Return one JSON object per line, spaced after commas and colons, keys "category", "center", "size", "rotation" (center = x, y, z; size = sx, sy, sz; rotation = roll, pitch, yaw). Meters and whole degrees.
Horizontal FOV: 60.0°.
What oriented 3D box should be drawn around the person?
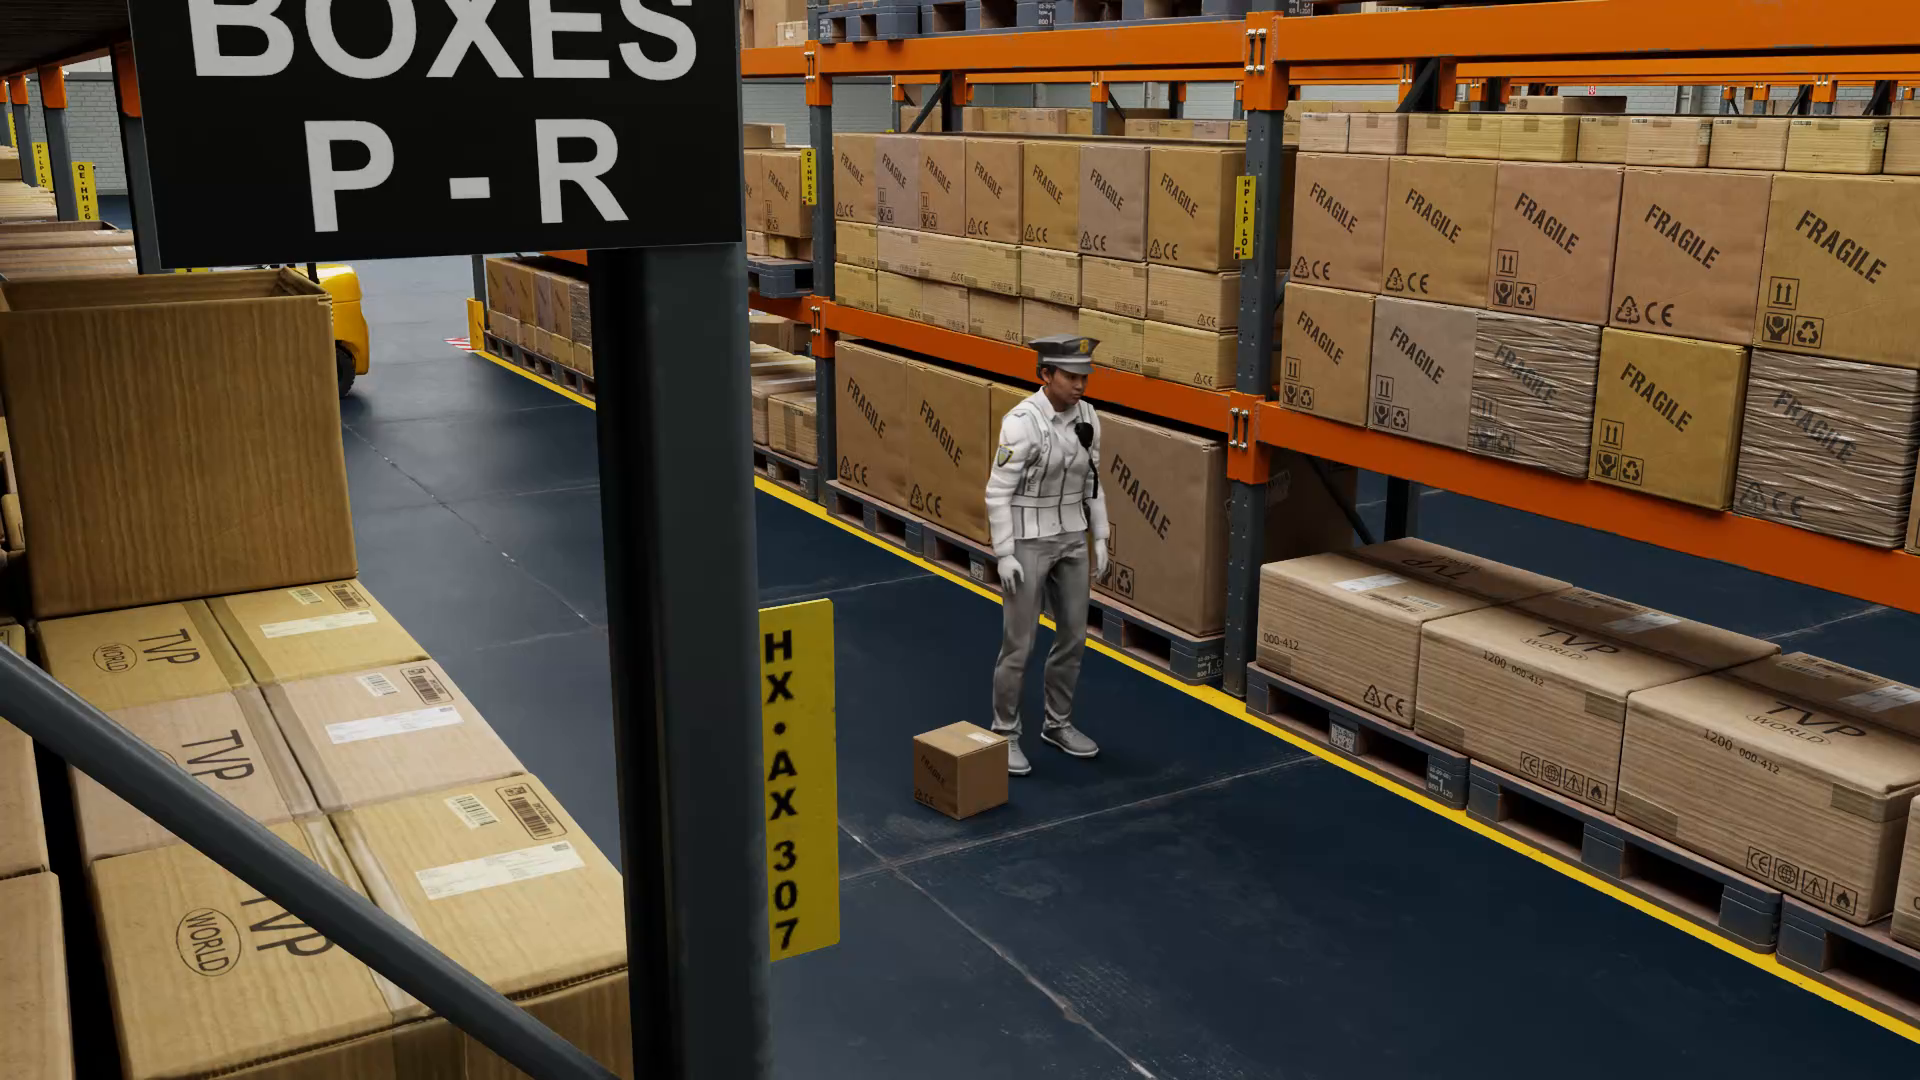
{"category": "person", "center": [0.349, 0.038, 6.363], "size": [0.546, 1.666, 0.341], "rotation": [-10, 18, -32]}
